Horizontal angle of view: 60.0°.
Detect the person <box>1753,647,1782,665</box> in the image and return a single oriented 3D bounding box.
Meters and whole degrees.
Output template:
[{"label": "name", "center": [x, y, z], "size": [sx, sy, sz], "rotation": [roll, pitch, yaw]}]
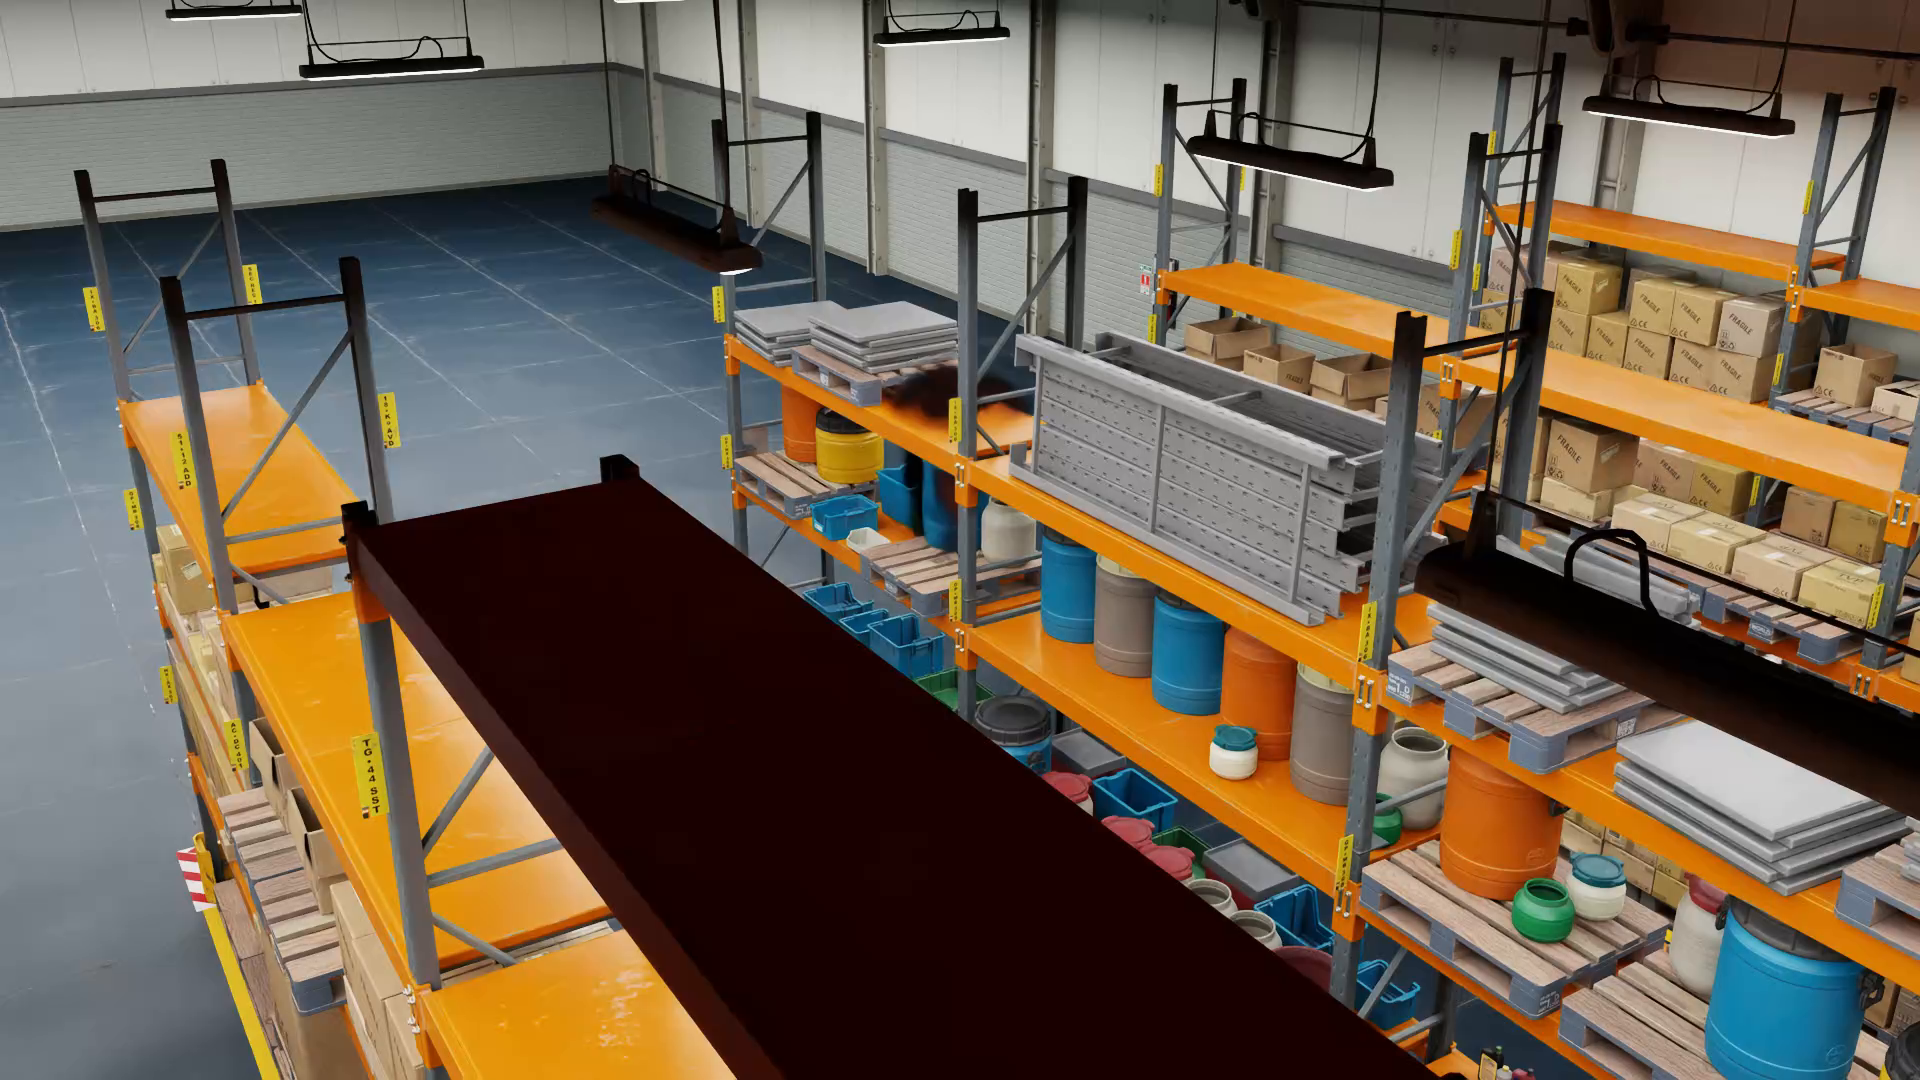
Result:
[{"label": "person", "center": [7.166, 1.516, 15.238], "size": [0.718, 1.729, 1.047], "rotation": [-14, 26, -31]}]
